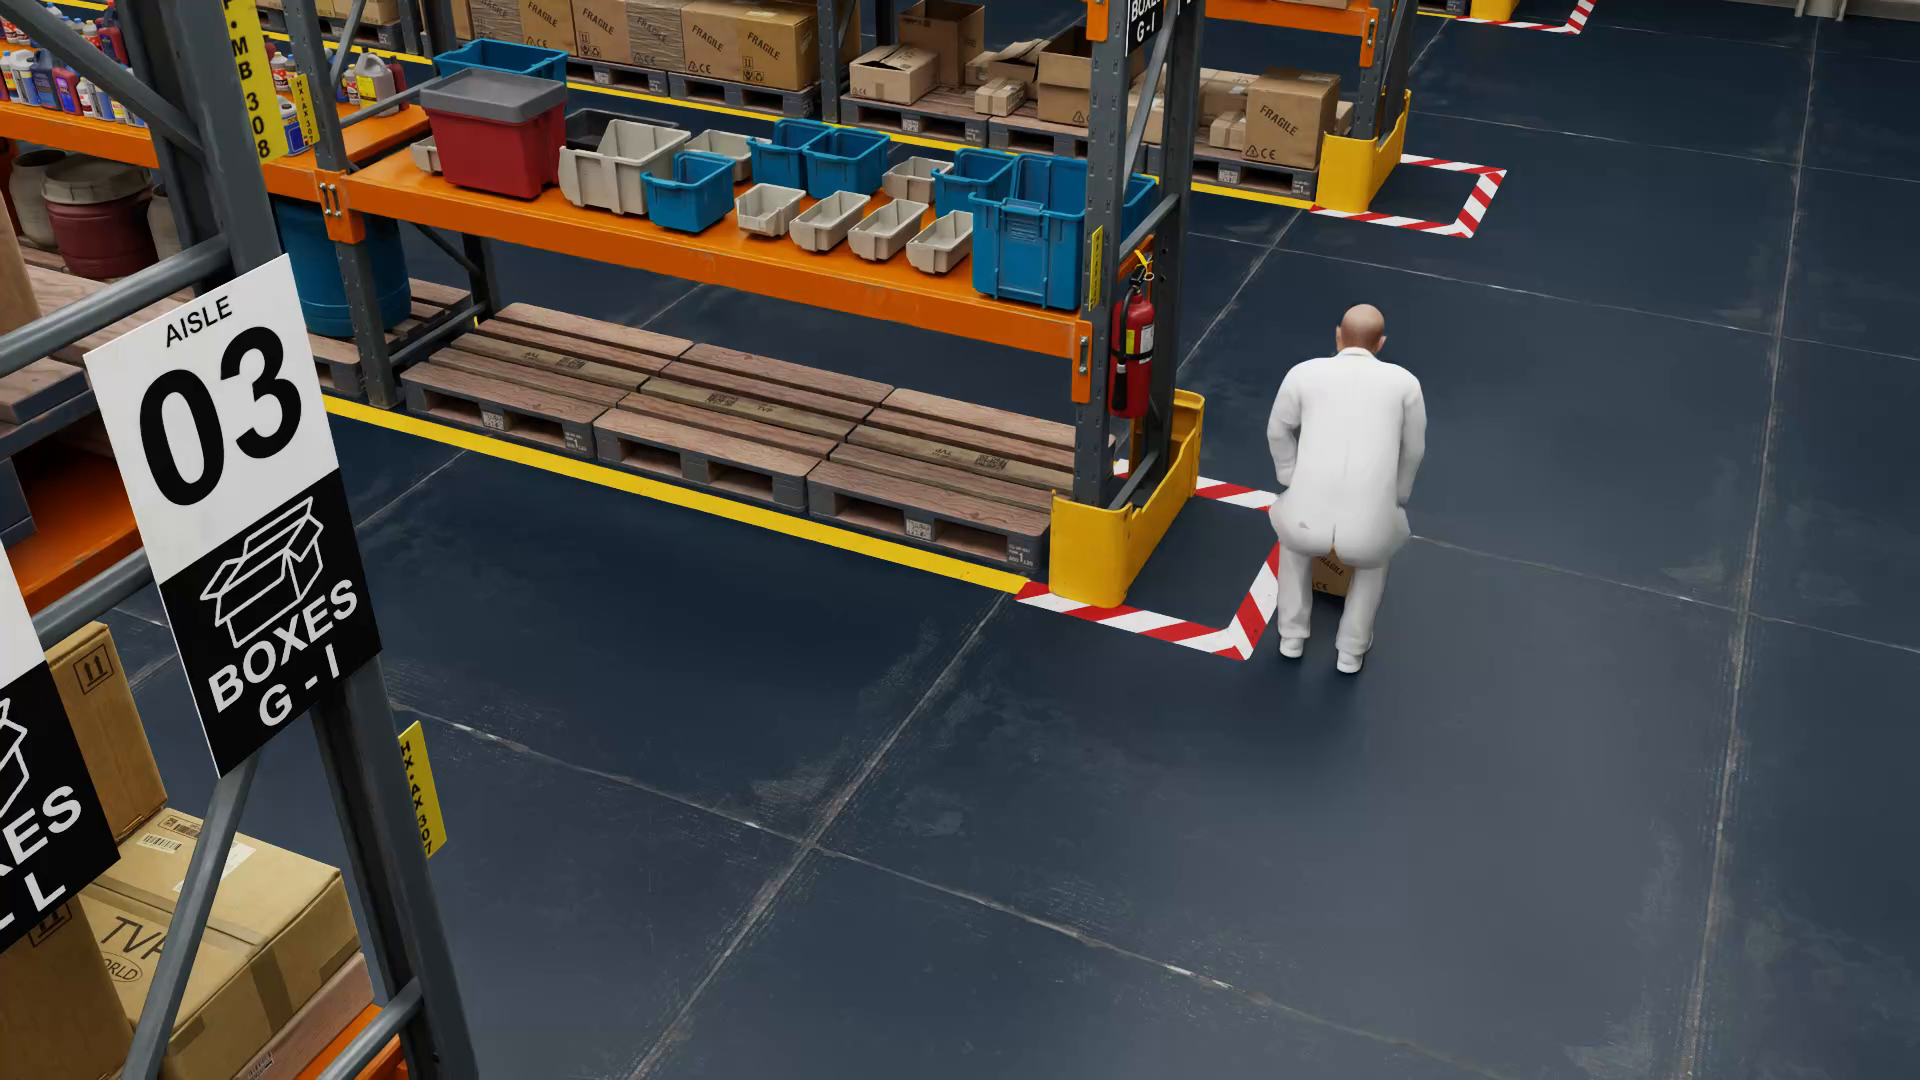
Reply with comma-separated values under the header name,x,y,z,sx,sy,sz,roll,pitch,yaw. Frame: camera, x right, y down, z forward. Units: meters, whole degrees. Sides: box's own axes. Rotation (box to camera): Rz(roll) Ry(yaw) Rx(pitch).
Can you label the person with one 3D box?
name,x,y,z,sx,sy,sz,roll,pitch,yaw
person,1.526,-0.158,6.762,0.632,1.380,0.736,11,35,16
